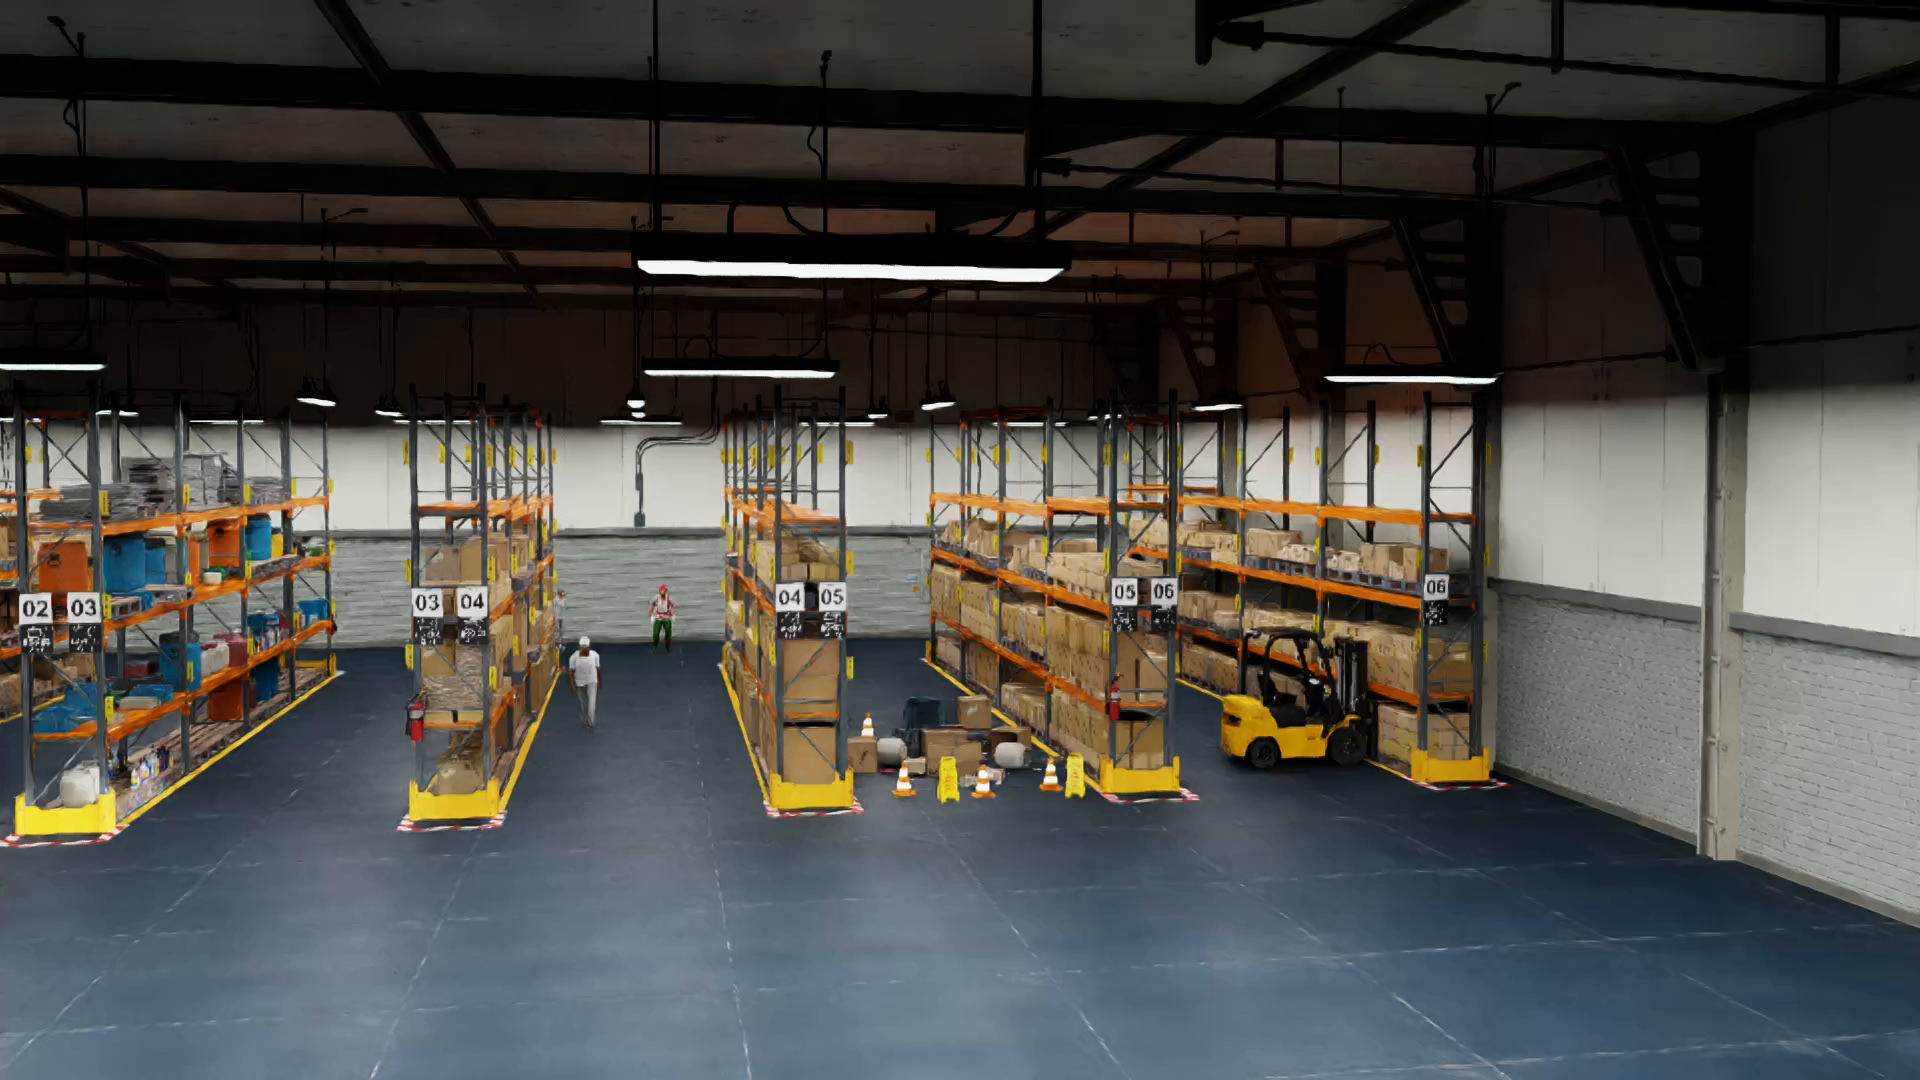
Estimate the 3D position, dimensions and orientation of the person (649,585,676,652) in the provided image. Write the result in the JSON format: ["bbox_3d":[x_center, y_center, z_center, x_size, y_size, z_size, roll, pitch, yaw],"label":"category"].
[{"bbox_3d":[-7.565,1.998,42.301,0.677,1.742,0.552,-1,3,-12],"label":"person"}]

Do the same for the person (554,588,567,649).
[{"bbox_3d":[-10.453,2.029,43.153,0.496,1.586,0.466,3,4,42],"label":"person"}]

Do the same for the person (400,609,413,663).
[{"bbox_3d":[-13.150,2.161,40.060,0.473,1.642,0.652,2,4,36],"label":"person"}]

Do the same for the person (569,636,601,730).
[{"bbox_3d":[-6.885,2.600,30.503,0.577,1.691,1.121,0,3,-8],"label":"person"}]

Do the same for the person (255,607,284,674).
[{"bbox_3d":[-15.227,2.308,36.410,0.582,1.703,0.985,0,3,6],"label":"person"}]
